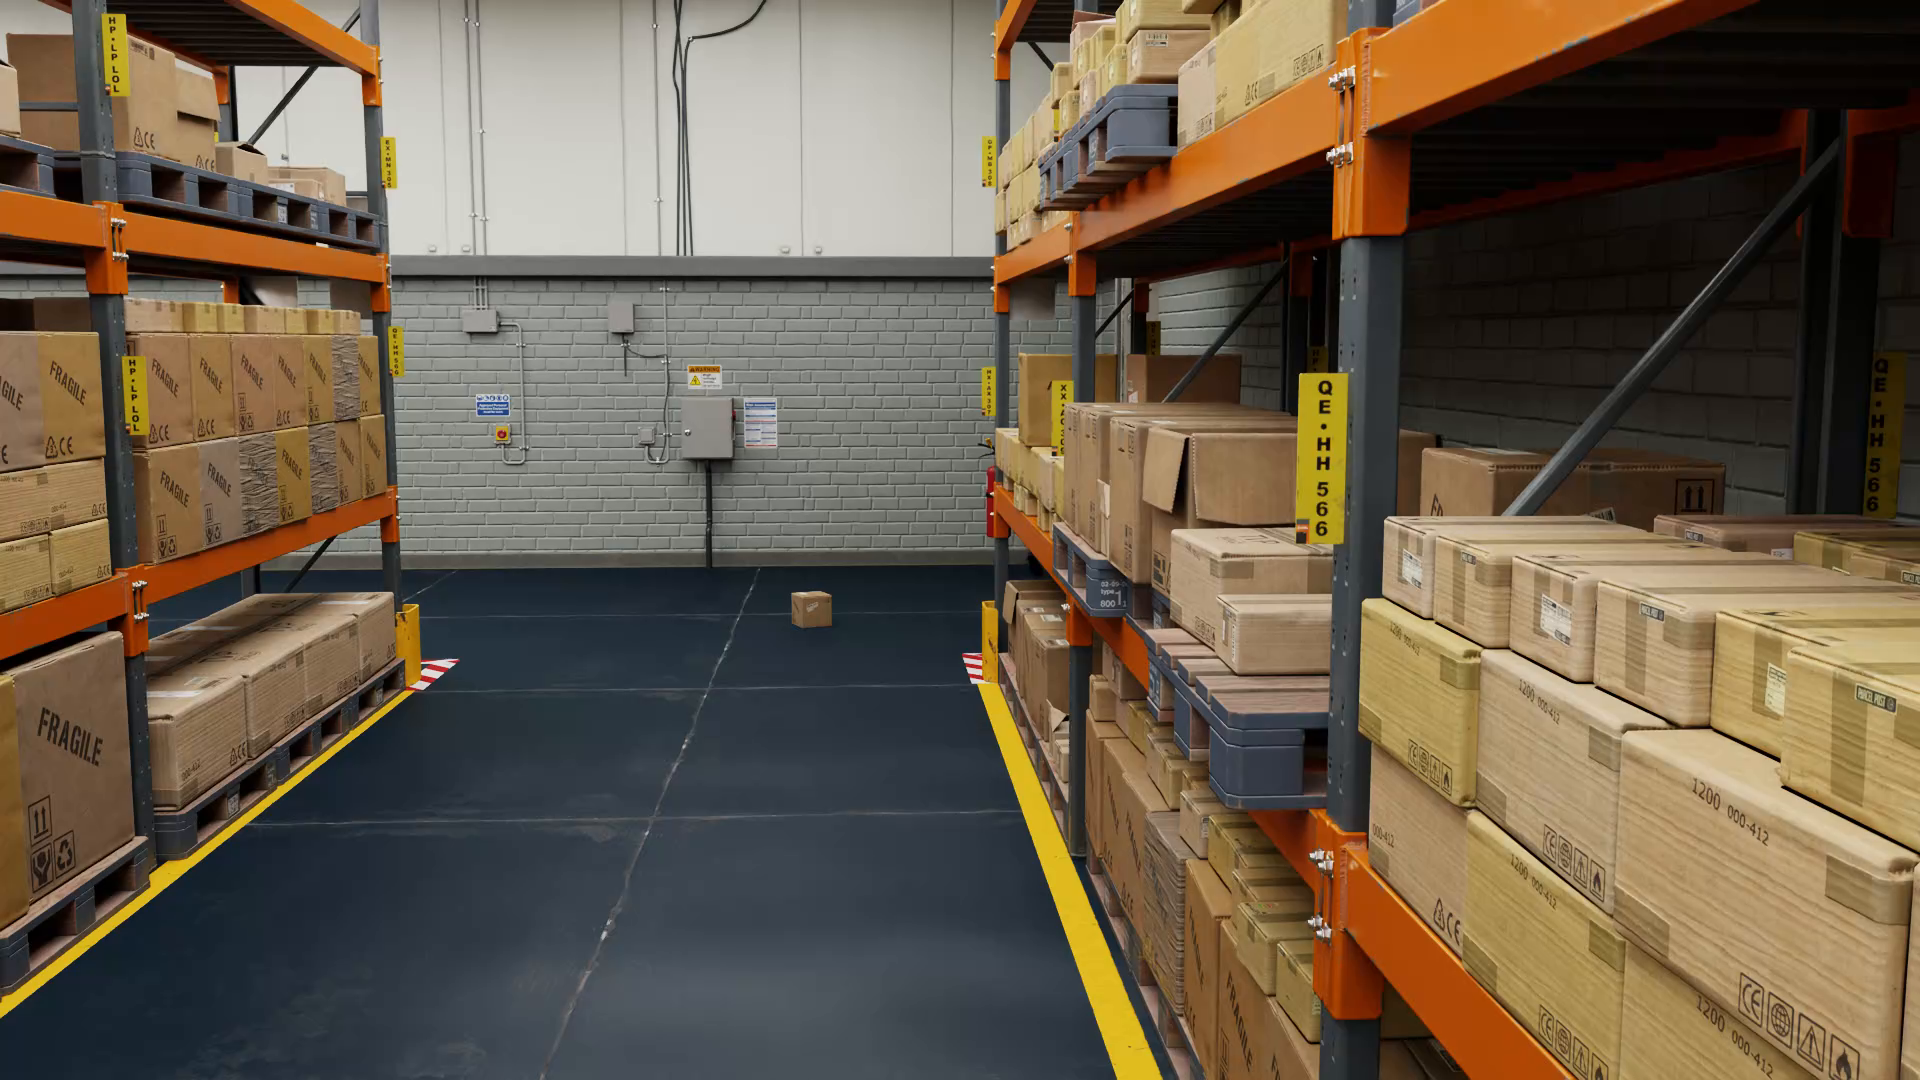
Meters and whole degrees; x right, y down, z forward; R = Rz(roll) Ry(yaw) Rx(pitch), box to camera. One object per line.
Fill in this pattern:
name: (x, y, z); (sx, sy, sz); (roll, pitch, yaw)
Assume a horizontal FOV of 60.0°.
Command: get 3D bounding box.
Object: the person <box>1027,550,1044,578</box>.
person: (0.944, -0.445, 15.489); (0.536, 1.703, 0.722); (5, 8, 35)
